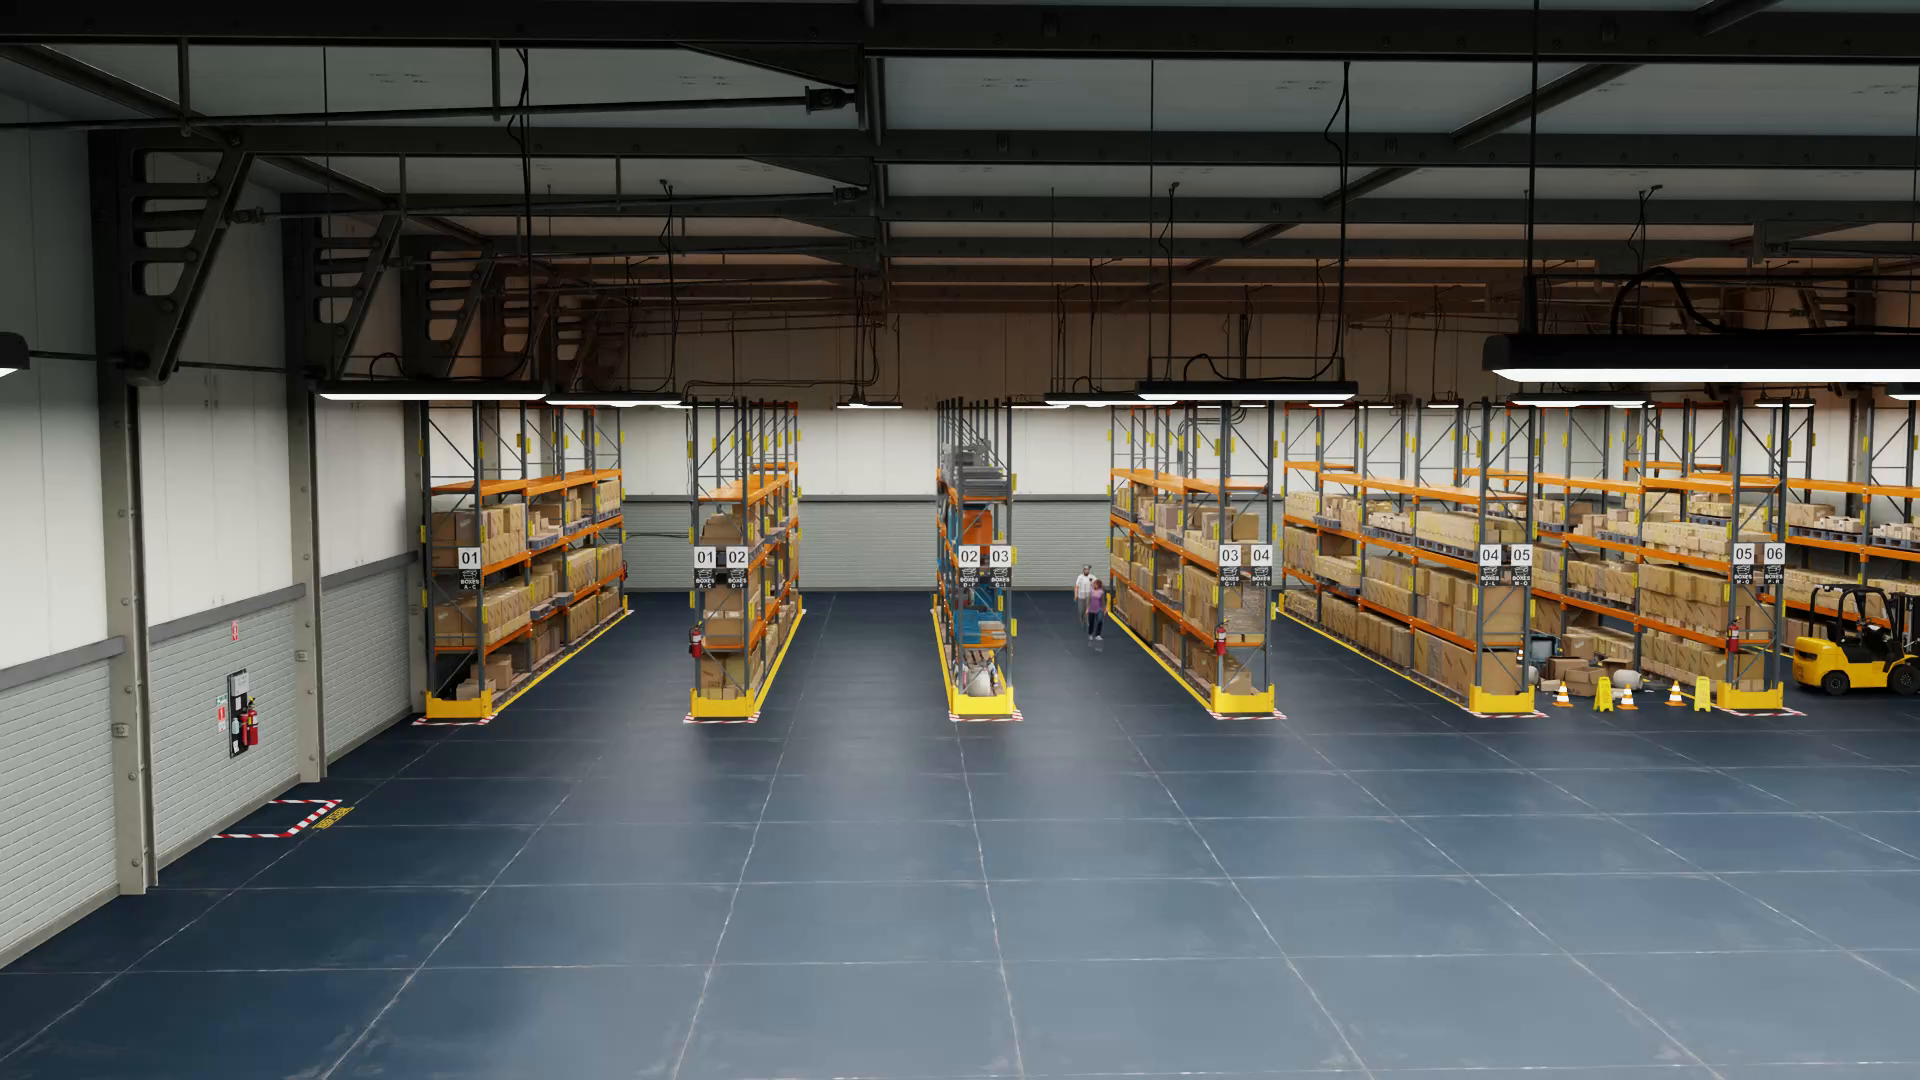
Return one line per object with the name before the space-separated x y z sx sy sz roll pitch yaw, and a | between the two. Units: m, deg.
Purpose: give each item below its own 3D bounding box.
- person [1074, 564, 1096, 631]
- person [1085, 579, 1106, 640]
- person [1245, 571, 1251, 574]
person | 3.300 1.492 43.544 0.610 1.732 1.005 0 4 3
person | 3.235 1.677 39.827 0.503 1.475 0.823 0 4 -4
person | 8.069 1.231 47.131 0.598 1.682 0.911 1 4 11
